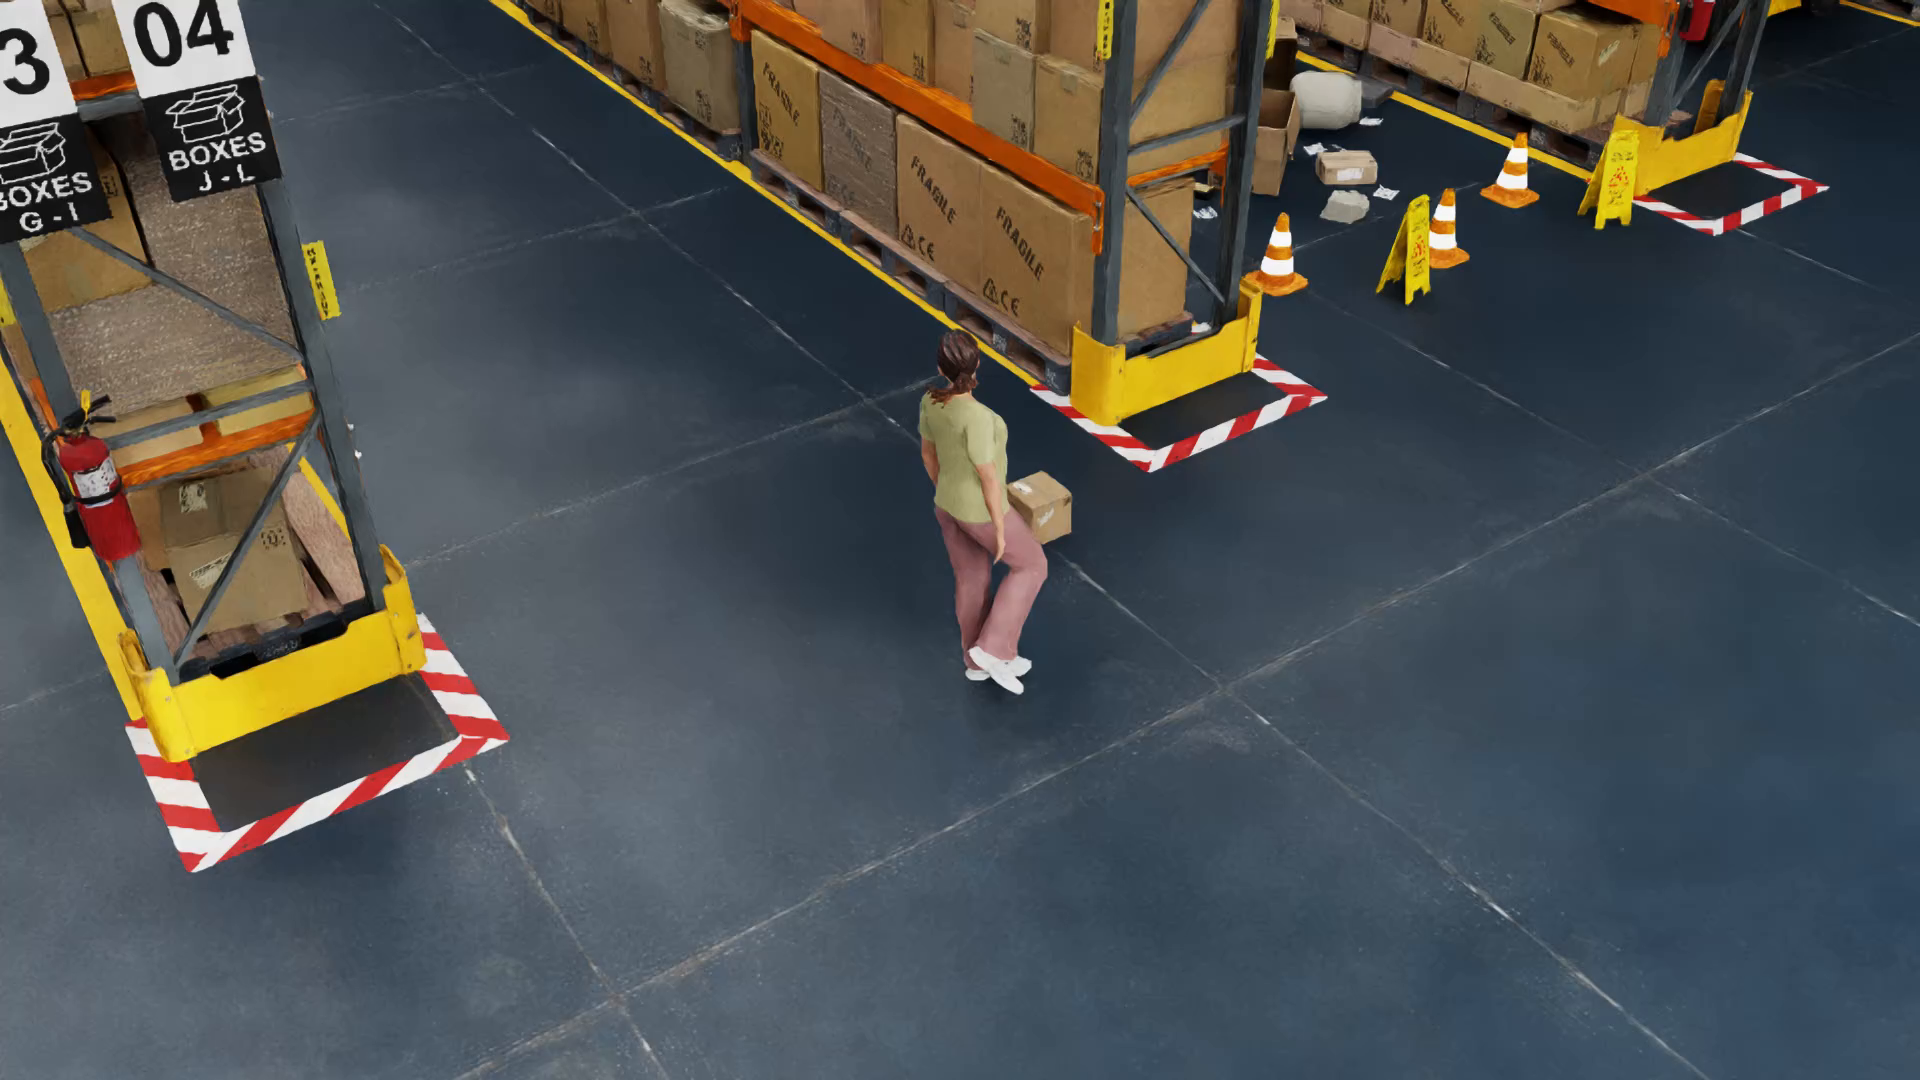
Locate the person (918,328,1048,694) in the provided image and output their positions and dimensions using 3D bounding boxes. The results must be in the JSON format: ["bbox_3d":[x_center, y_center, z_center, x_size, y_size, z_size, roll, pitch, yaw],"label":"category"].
[{"bbox_3d":[0.123,-0.111,7.137,0.437,1.662,0.654,-24,43,-29],"label":"person"}]
